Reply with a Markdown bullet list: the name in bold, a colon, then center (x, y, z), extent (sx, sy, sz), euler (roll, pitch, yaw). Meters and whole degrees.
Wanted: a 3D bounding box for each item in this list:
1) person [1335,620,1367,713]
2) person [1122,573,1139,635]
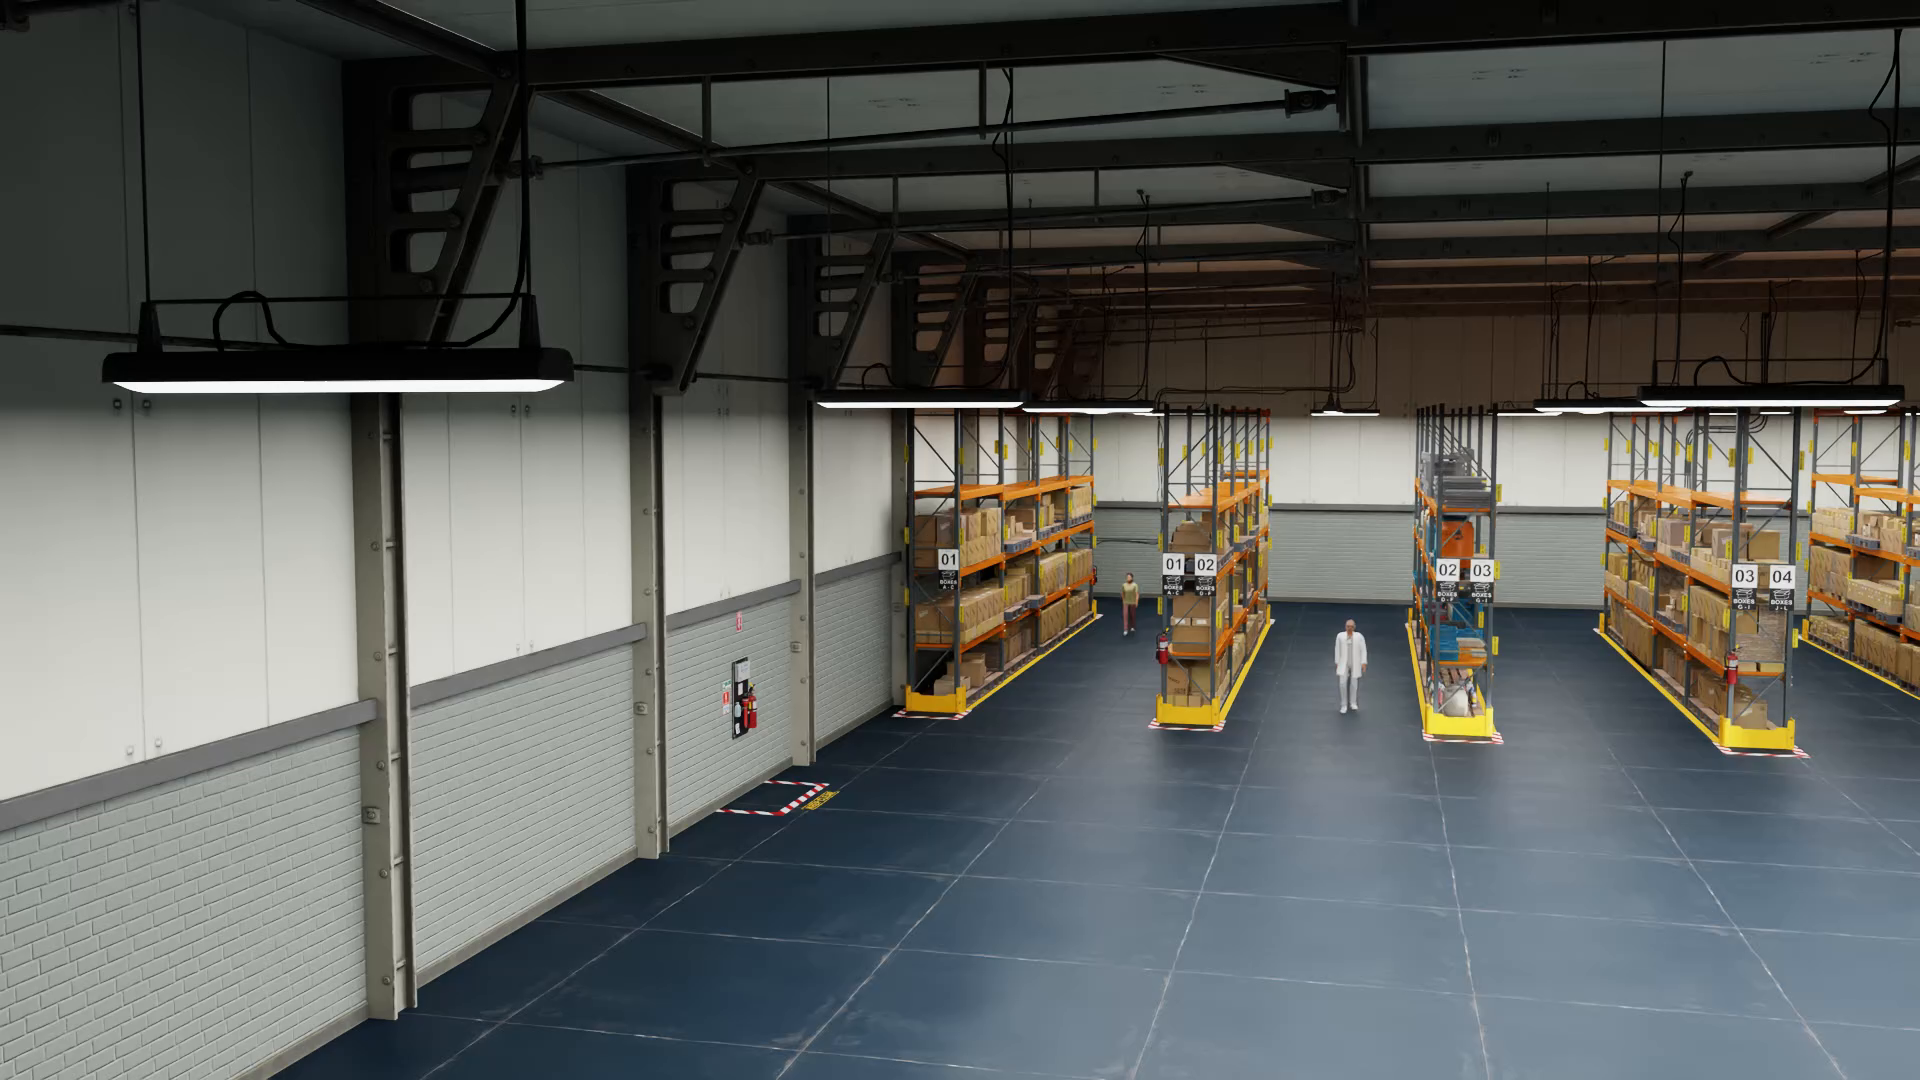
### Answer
- **person**: center (7.669, 2.488, 32.608), extent (0.629, 1.854, 0.587), euler (1, 4, 15)
- **person**: center (4.514, 1.683, 44.190), extent (0.474, 1.610, 1.058), euler (1, 4, 12)
